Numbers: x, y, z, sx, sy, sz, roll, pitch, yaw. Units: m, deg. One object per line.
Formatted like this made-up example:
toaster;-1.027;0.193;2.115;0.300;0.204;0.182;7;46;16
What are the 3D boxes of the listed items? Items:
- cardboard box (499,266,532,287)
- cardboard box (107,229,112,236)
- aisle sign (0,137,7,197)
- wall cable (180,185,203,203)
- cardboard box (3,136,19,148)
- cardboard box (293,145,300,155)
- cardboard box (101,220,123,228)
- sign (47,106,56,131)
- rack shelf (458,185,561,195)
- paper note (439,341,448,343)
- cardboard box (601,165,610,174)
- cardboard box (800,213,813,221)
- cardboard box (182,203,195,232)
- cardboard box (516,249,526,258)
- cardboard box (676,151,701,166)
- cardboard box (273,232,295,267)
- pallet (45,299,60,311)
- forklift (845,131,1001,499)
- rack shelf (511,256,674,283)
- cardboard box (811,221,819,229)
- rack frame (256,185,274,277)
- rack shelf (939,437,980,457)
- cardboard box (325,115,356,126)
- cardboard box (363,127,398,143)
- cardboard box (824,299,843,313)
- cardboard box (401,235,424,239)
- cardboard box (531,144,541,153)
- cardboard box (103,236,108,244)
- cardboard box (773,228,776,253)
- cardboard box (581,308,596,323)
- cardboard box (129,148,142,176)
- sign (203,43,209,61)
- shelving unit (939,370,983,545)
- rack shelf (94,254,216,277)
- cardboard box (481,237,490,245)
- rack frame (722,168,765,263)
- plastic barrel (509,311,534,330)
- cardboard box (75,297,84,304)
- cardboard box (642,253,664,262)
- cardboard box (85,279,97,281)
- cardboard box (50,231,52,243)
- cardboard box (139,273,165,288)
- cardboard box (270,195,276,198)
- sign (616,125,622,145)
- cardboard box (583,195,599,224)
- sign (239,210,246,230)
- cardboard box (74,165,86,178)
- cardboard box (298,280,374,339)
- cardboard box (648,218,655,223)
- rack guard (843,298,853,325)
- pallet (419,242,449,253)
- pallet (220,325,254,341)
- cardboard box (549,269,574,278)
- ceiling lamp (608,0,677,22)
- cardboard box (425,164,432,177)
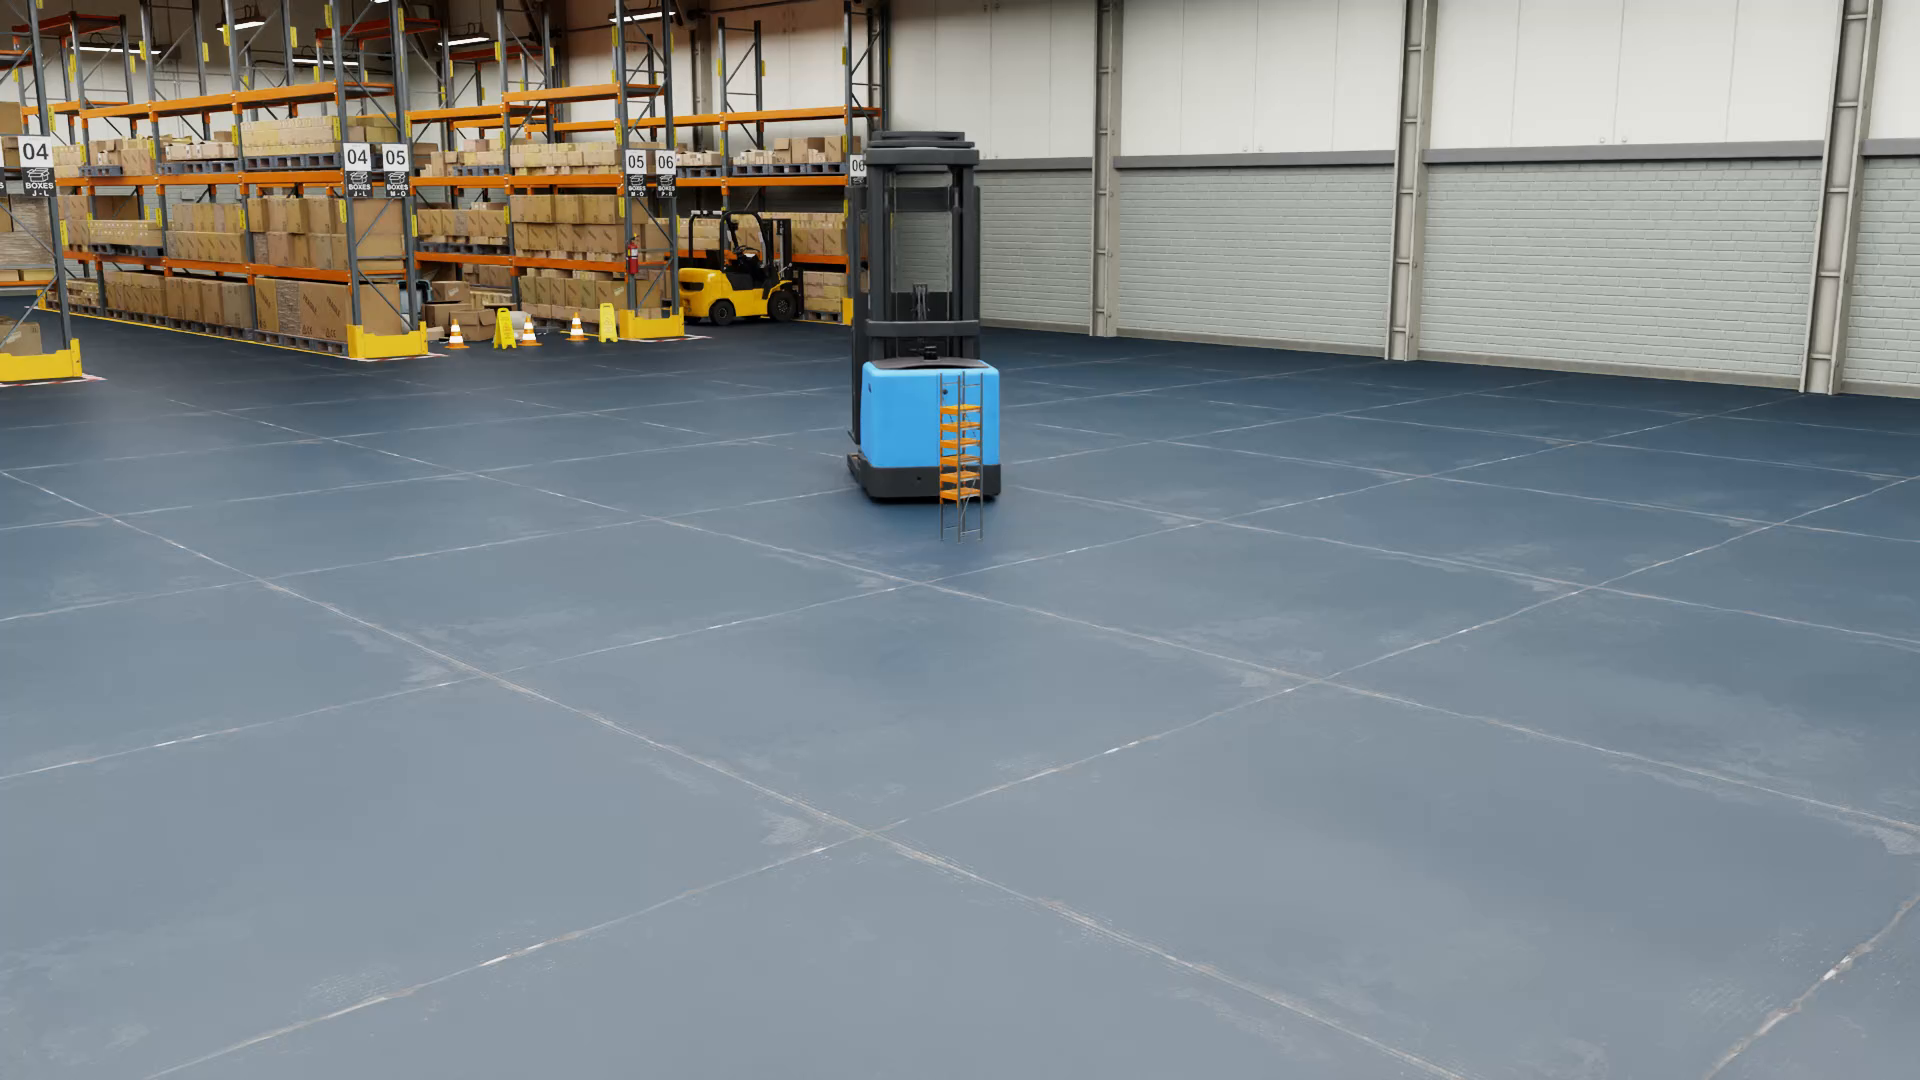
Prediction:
cardboard box;-11.191;-6.661;41.961;0.500;0.500;0.700;11;16;43
cardboard box;-16.493;-6.037;32.627;0.380;0.149;0.250;-10;15;-40
aisle sign;-12.704;-4.877;21.710;0.394;0.787;0.004;-11;16;-43
wall cable;-20.322;-8.704;44.129;0.585;1.953;0.123;-11;16;-43
cardboard box;-12.552;-5.318;22.242;0.380;0.149;0.250;-11;16;-43
cardboard box;-10.224;-6.119;26.079;0.380;0.149;0.250;-11;16;-42
cardboard box;-16.677;-6.221;32.780;0.380;0.149;0.250;-11;16;-43
sign;-12.137;-5.628;22.195;0.100;0.325;0.005;-11;16;-43
rack shelf;-11.443;-8.888;41.969;1.077;0.370;4.000;-11;16;-43
paper note;-8.698;-3.336;28.031;0.144;0.017;0.142;-5;13;-23
cardboard box;-6.006;-6.427;28.862;0.380;0.149;0.250;-11;16;-42
cardboard box;-2.946;-6.399;32.944;0.380;0.149;0.250;-10;16;-41
cardboard box;-13.744;-5.897;30.376;0.700;0.500;0.500;-11;16;-43
cardboard box;-8.139;-5.406;31.340;0.380;0.149;0.250;-11;16;-43
cardboard box;-5.743;-8.176;35.661;0.500;0.311;0.500;11;16;43
cardboard box;-10.687;-4.764;27.231;0.875;0.550;0.550;-11;16;-43
pallet;-19.334;-5.166;36.464;1.003;0.211;1.213;-11;16;-43
forklift;-0.409;-2.016;14.433;1.130;2.935;3.031;-2;12;-9
rack shelf;-6.743;-4.976;30.411;1.077;0.370;4.000;-11;16;-43
cardboard box;-2.712;-6.224;32.832;0.380;0.149;0.250;-11;16;-43
rack frame;-16.411;-7.371;40.256;1.000;3.000;0.127;-11;16;-43
rack shelf;0.010;-0.660;11.765;0.258;0.103;0.180;-11;16;-43
cardboard box;-9.350;-6.325;25.101;0.380;0.149;0.250;-11;16;-42
cardboard box;-9.020;-6.234;25.647;0.500;0.250;0.500;-11;16;-43
cardboard box;-2.327;-4.612;32.636;0.500;0.250;0.500;-11;16;-42
cardboard box;-11.405;-6.410;34.725;0.500;0.250;0.500;-11;16;-43
cardboard box;-7.604;-7.149;30.392;0.380;0.149;0.250;-11;16;-43
cardboard box;-16.682;-5.930;32.845;0.380;0.149;0.250;-11;16;-42
cardboard box;-3.697;-6.112;33.898;0.500;0.500;0.500;-11;16;-43
cardboard box;-6.467;-4.052;29.920;0.500;0.250;0.500;-11;16;-42
cardboard box;-15.330;-7.136;31.434;0.500;0.500;0.500;-11;16;-43
sign;-13.998;-9.050;30.831;0.100;0.325;0.005;-11;16;-43
shelving unit;0.010;-0.586;11.780;0.258;1.200;0.189;-11;16;-43
rack shelf;-15.778;-5.439;32.658;1.077;0.370;4.000;-11;16;-43
cardboard box;-9.053;-5.813;32.273;0.380;0.149;0.250;-11;16;-43
rack frame;-4.537;-6.312;35.115;1.000;3.000;0.127;-11;16;-43
plastic barrel;-7.883;-3.865;29.621;0.512;0.421;0.421;-1;12;-4
cardboard box;-18.391;-5.053;35.028;0.380;0.149;0.250;-11;16;-43
cardboard box;-5.447;-4.991;29.328;0.380;0.149;0.250;-11;16;-42
cardboard box;-18.837;-5.614;36.277;0.250;0.149;0.380;11;16;43
cardboard box;-19.423;-6.683;35.929;0.500;0.500;0.500;-11;16;-42
cardboard box;-15.415;-4.983;31.961;0.500;0.250;0.500;-11;16;-42
cardboard box;-16.037;-8.055;39.241;0.380;0.149;0.250;-10;15;-41
sign;-5.777;-6.864;28.168;0.100;0.325;0.005;-11;16;-43
cardboard box;-6.217;-5.839;29.358;0.700;0.500;0.500;-11;16;-42
sign;-12.020;-5.367;27.853;0.100;0.325;0.005;-11;16;-43
cardboard box;-17.694;-7.513;33.880;0.500;0.250;0.500;-10;16;-41
cardboard box;-9.997;-3.714;26.732;0.875;0.875;0.875;-11;16;-43
cardboard box;-6.721;-7.066;36.919;0.380;0.149;0.250;-11;16;-42
rack guard;-1.758;-4.500;32.517;1.175;0.500;0.348;-11;16;-43
pallet;-10.317;-6.020;34.175;1.213;0.211;1.003;-11;16;-43
pallet;-12.222;-3.652;29.113;1.003;0.211;1.213;-11;16;-43
cardboard box;-7.325;-4.900;30.568;0.380;0.149;0.250;-10;15;-39
ceiling lamp;-6.031;-11.783;32.336;0.800;3.185;2.000;-11;16;-43
cardboard box;-10.616;-7.500;33.781;0.396;0.266;0.258;-11;16;-43
